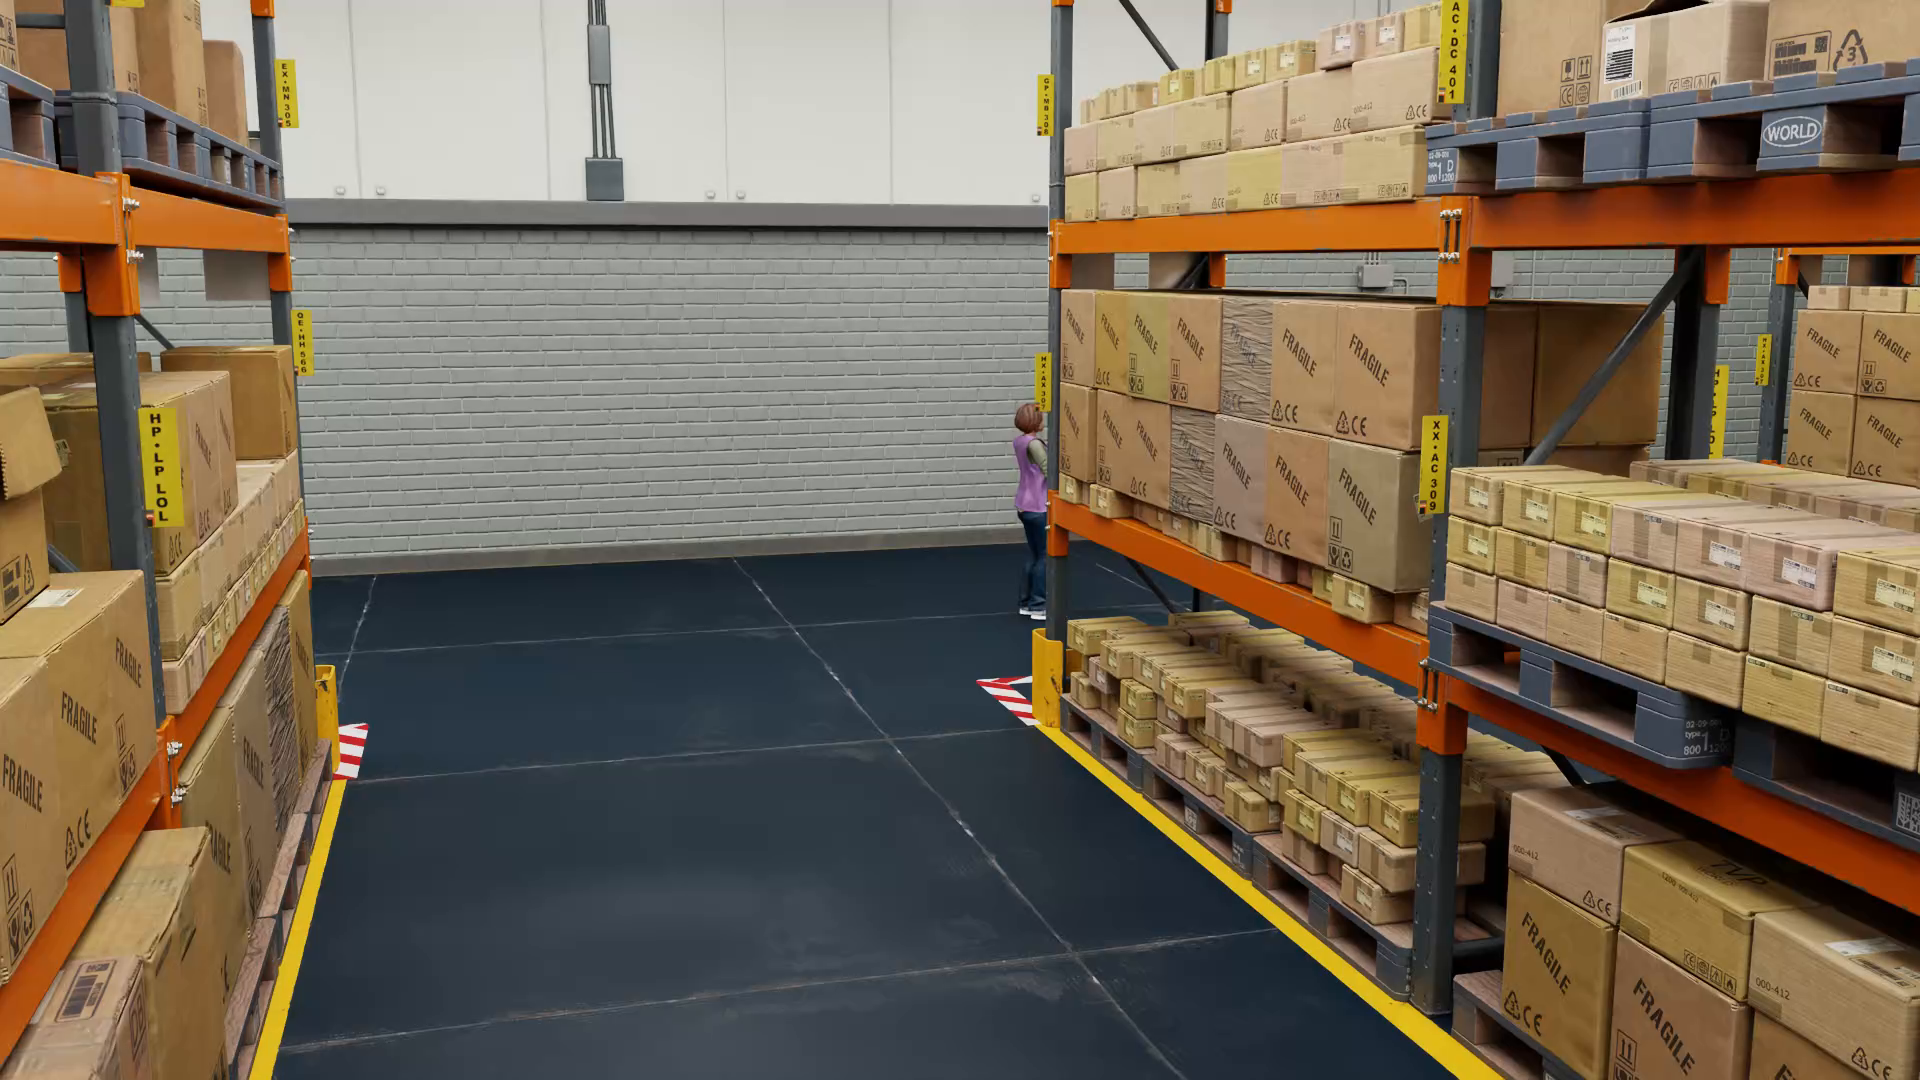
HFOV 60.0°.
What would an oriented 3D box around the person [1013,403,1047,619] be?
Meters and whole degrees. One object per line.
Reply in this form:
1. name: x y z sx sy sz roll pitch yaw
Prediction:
1. person: 0.640 -0.213 12.207 0.500 1.588 0.406 -3 10 -16
